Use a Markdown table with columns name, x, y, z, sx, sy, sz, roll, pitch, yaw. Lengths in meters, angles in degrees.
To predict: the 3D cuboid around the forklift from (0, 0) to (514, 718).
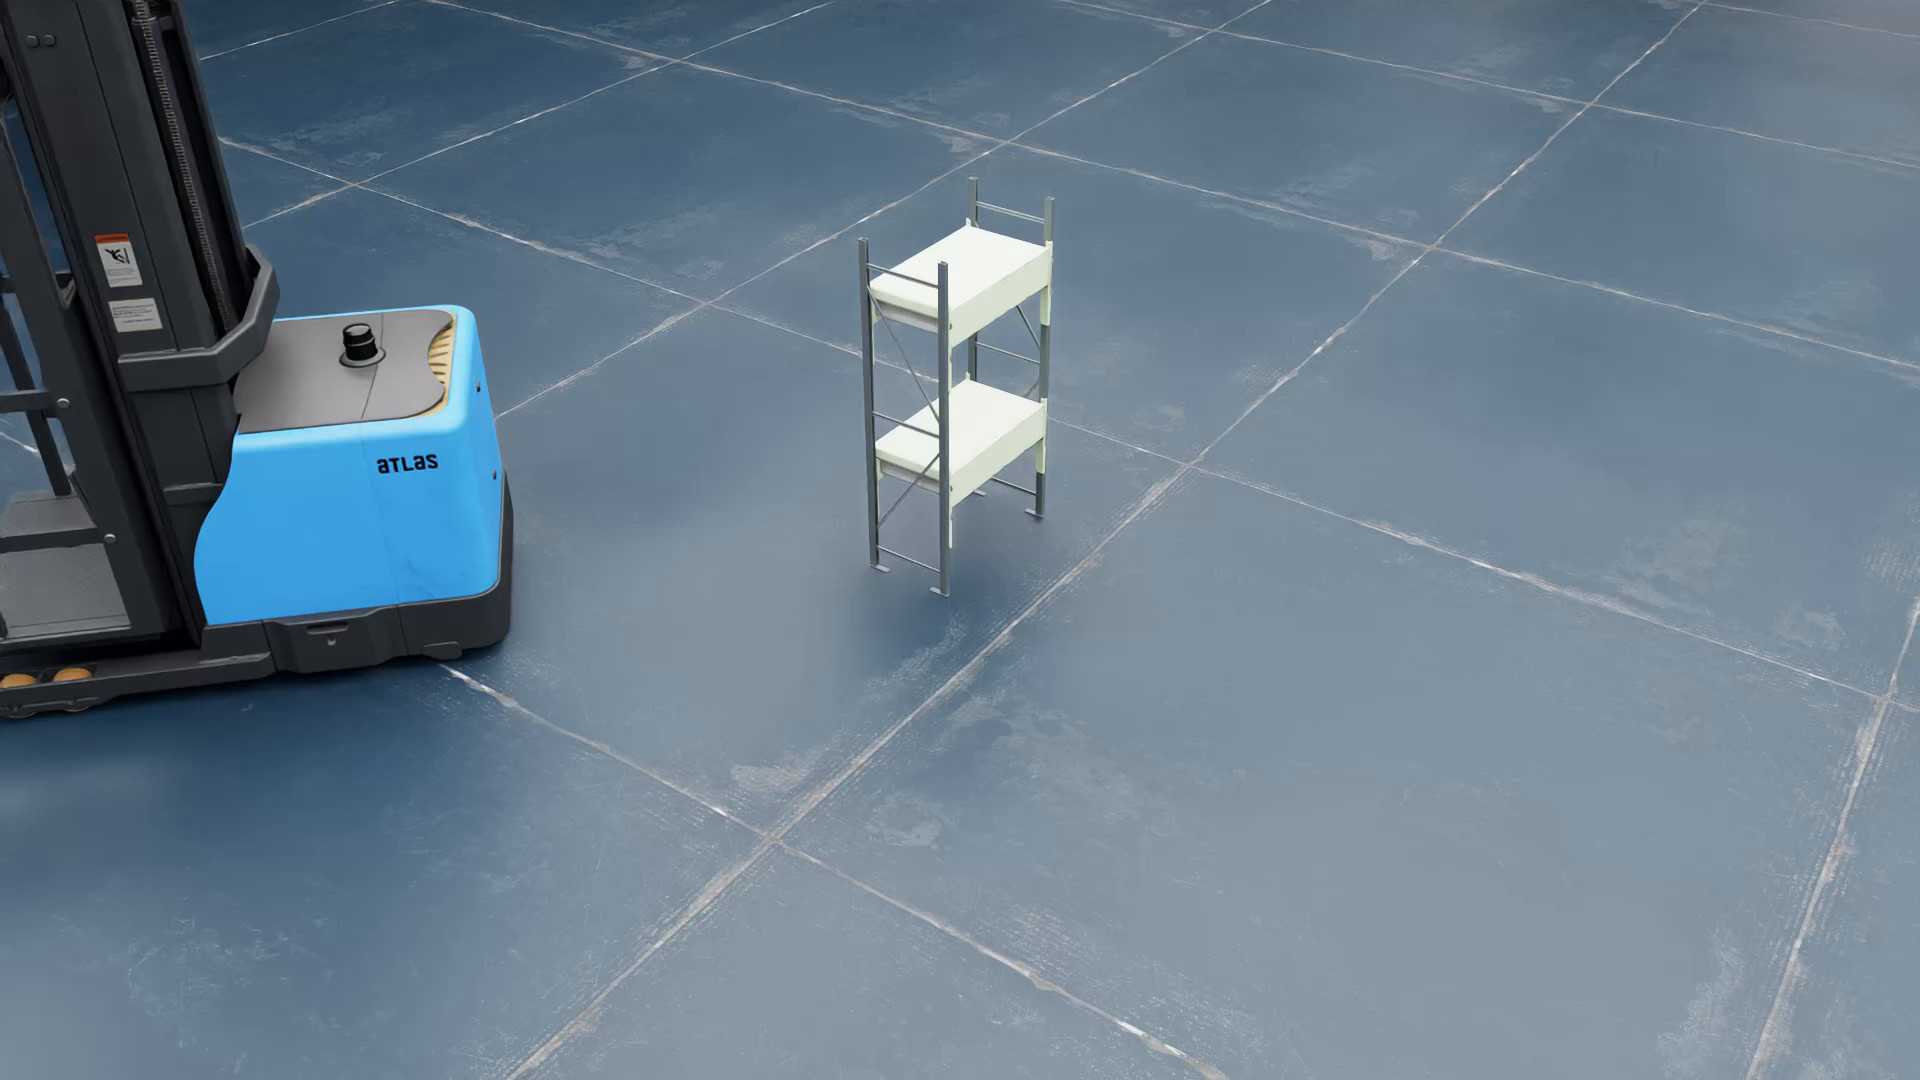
| name | x | y | z | sx | sy | sz | roll | pitch | yaw |
| --- | --- | --- | --- | --- | --- | --- | --- | --- | --- |
| forklift | -3.357 | -0.867 | 5.916 | 3.031 | 2.935 | 1.130 | -6 | 35 | -9 |

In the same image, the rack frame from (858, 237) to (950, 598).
| name | x | y | z | sx | sy | sz | roll | pitch | yaw |
| --- | --- | --- | --- | --- | --- | --- | --- | --- | --- |
| rack frame | -0.212 | -0.450 | 6.576 | 0.400 | 1.500 | 0.023 | 21 | 39 | 28 |

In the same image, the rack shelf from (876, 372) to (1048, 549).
| name | x | y | z | sx | sy | sz | roll | pitch | yaw |
| --- | --- | --- | --- | --- | --- | --- | --- | --- | --- |
| rack shelf | -0.004 | -0.348 | 7.008 | 0.431 | 0.370 | 0.720 | 21 | 39 | 28 |

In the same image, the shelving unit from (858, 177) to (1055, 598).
| name | x | y | z | sx | sy | sz | roll | pitch | yaw |
| --- | --- | --- | --- | --- | --- | --- | --- | --- | --- |
| shelving unit | -0.004 | -0.618 | 6.825 | 0.431 | 1.500 | 0.755 | 21 | 39 | 28 |

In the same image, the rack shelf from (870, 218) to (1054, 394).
| name | x | y | z | sx | sy | sz | roll | pitch | yaw |
| --- | --- | --- | --- | --- | --- | --- | --- | --- | --- |
| rack shelf | -0.004 | -0.941 | 6.607 | 0.431 | 0.370 | 0.720 | 21 | 39 | 28 |

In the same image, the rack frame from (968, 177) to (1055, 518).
| name | x | y | z | sx | sy | sz | roll | pitch | yaw |
| --- | --- | --- | --- | --- | --- | --- | --- | --- | --- |
| rack frame | 0.205 | -0.787 | 7.074 | 0.400 | 1.500 | 0.023 | 21 | 39 | 28 |
